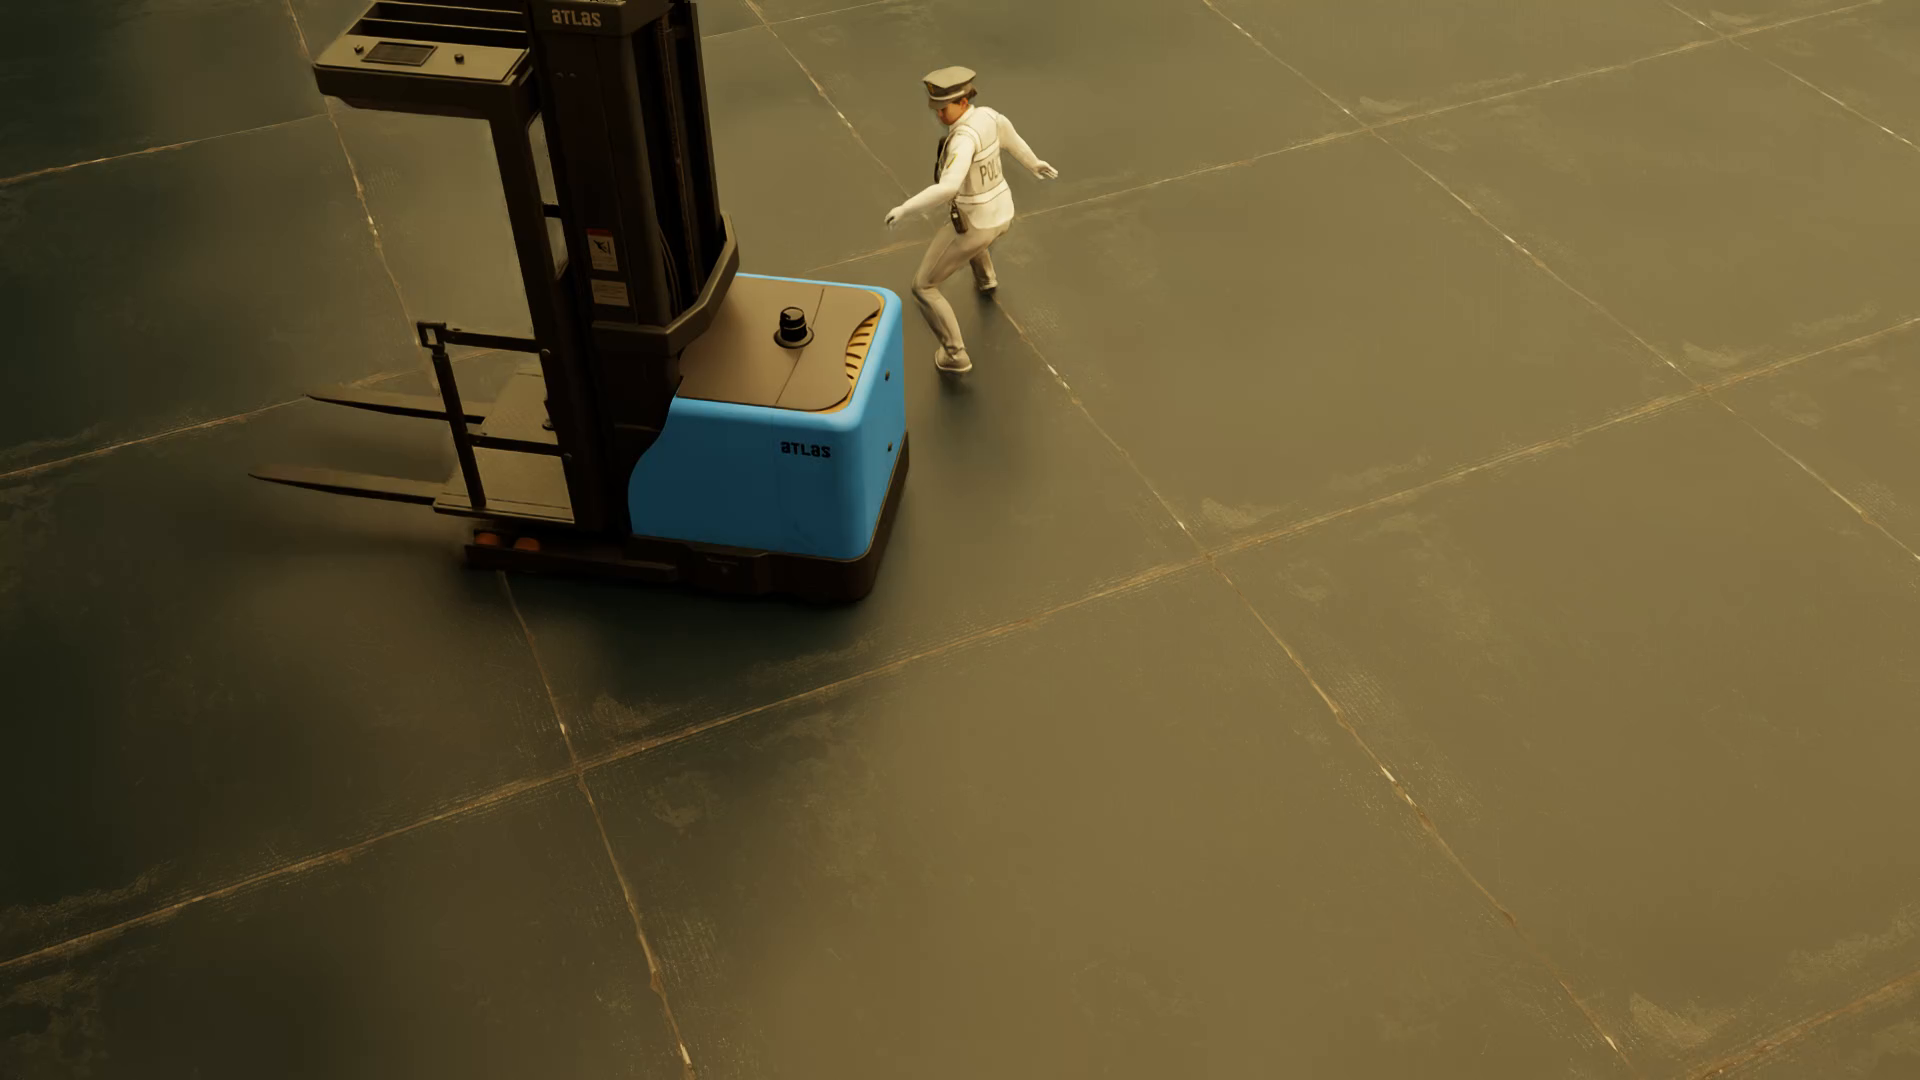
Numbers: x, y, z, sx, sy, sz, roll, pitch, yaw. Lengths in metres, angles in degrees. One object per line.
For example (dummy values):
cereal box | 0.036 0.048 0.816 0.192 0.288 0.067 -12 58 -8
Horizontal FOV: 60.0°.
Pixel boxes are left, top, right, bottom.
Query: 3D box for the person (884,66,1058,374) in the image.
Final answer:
person | 0.065 -1.673 8.585 0.521 1.606 1.060 21 47 21

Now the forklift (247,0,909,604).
forklift | -1.813 -1.268 7.039 3.031 2.935 1.130 7 43 7
